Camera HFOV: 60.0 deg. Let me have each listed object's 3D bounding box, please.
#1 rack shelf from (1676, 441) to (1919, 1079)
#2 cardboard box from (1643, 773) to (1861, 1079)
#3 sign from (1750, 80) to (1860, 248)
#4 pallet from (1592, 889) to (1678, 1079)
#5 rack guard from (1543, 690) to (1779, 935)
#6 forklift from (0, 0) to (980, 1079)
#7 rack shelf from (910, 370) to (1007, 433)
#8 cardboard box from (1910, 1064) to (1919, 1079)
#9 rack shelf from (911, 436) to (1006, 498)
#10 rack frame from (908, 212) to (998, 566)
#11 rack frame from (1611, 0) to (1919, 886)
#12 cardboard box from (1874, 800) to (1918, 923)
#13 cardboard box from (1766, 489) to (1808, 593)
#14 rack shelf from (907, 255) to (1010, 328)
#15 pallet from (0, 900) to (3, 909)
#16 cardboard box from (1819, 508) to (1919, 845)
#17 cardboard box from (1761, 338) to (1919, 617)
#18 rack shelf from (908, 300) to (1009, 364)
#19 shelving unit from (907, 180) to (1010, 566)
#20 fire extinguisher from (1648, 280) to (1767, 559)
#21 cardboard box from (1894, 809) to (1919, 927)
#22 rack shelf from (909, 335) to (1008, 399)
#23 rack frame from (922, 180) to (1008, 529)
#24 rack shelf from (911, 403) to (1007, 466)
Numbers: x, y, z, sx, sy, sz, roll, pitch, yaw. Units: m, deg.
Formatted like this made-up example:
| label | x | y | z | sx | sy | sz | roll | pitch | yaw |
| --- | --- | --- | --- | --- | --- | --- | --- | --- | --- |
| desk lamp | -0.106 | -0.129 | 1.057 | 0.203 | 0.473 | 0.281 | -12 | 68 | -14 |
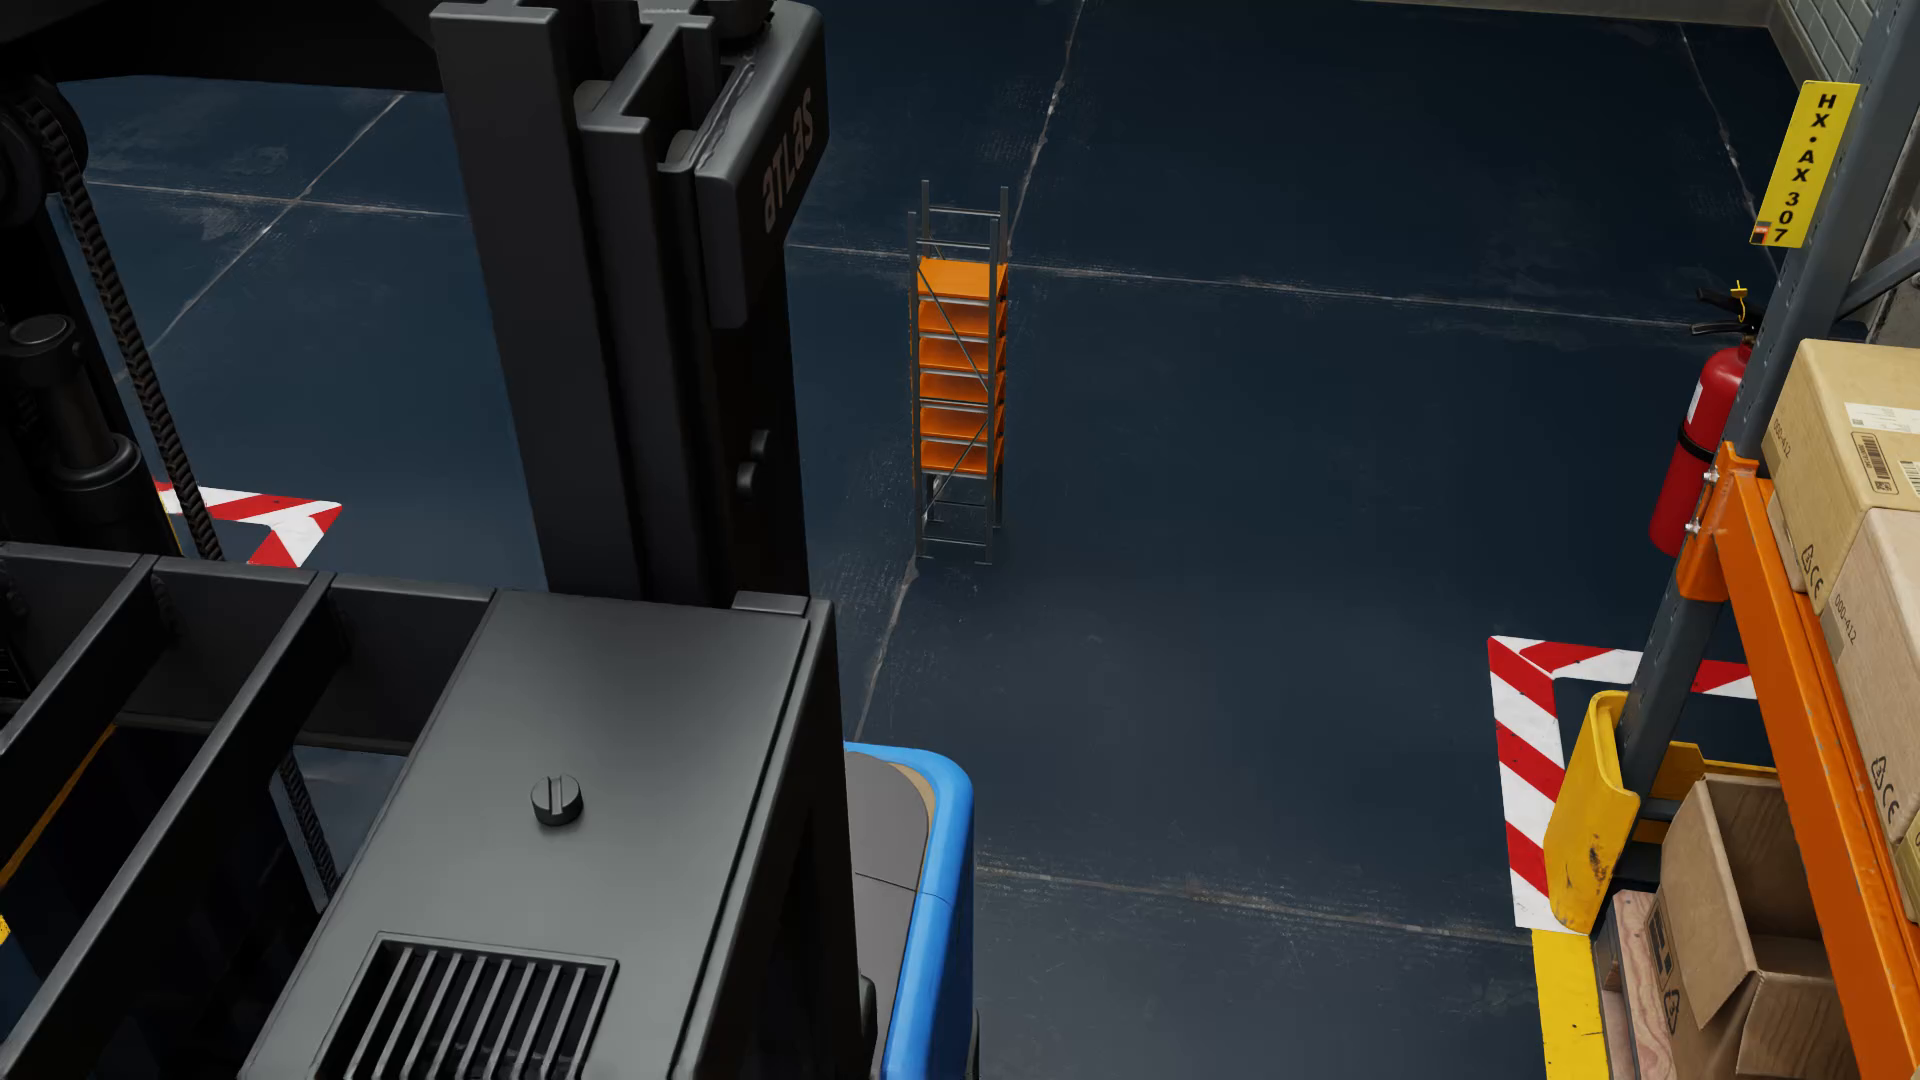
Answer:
| label | x | y | z | sx | sy | sz | roll | pitch | yaw |
| --- | --- | --- | --- | --- | --- | --- | --- | --- | --- |
| rack shelf | 1.734 | 1.243 | 1.957 | 1.077 | 0.370 | 4.000 | 6 | 40 | 8 |
| cardboard box | 1.881 | 0.885 | 3.456 | 0.797 | 0.503 | 0.637 | 5 | 40 | 6 |
| sign | 1.545 | -0.682 | 3.042 | 0.100 | 0.325 | 0.005 | 6 | 40 | 8 |
| pallet | 1.930 | 1.334 | 3.471 | 1.003 | 0.211 | 1.213 | 6 | 40 | 8 |
| rack guard | 2.067 | 0.722 | 3.984 | 1.175 | 0.500 | 0.348 | 6 | 40 | 8 |
| forklift | -0.675 | 0.982 | 1.762 | 1.130 | 2.935 | 3.031 | 5 | 40 | 6 |
| rack shelf | -0.002 | -0.419 | 4.885 | 0.258 | 0.103 | 0.180 | 6 | 40 | 8 |
| cardboard box | 1.481 | 0.787 | 2.141 | 0.380 | 0.149 | 0.250 | 5 | 40 | 6 |
| rack shelf | -0.003 | -0.234 | 5.038 | 0.258 | 0.103 | 0.180 | 6 | 40 | 8 |
| rack frame | -0.018 | -0.396 | 4.787 | 0.240 | 1.200 | 0.006 | 6 | 40 | 8 |
| rack frame | 2.080 | -0.289 | 3.246 | 1.000 | 3.000 | 0.127 | 6 | 40 | 8 |
| cardboard box | 1.639 | 0.469 | 2.526 | 0.380 | 0.149 | 0.250 | 8 | 40 | 9 |
| cardboard box | 1.753 | -0.016 | 3.113 | 0.380 | 0.149 | 0.250 | 6 | 40 | 7 |
| rack shelf | -0.002 | -0.697 | 4.656 | 0.258 | 0.103 | 0.180 | 6 | 40 | 8 |
| pallet | -2.871 | 0.751 | 4.176 | 1.003 | 0.211 | 1.213 | 6 | 40 | 8 |
| cardboard box | 1.649 | 0.226 | 2.507 | 0.500 | 0.250 | 0.500 | 7 | 40 | 8 |
| cardboard box | 1.736 | -0.091 | 2.890 | 0.500 | 0.250 | 0.500 | 7 | 40 | 8 |
| rack shelf | -0.002 | -0.604 | 4.732 | 0.258 | 0.103 | 0.180 | 6 | 40 | 8 |
| shelving unit | -0.002 | -0.453 | 4.857 | 0.258 | 1.200 | 0.189 | 6 | 40 | 8 |
| fire extinguisher | 1.650 | -0.259 | 3.562 | 0.296 | 0.674 | 0.183 | 6 | 40 | 8 |
| cardboard box | 1.564 | 0.544 | 2.122 | 0.500 | 0.250 | 0.500 | 6 | 40 | 7 |
| rack shelf | -0.002 | -0.512 | 4.809 | 0.258 | 0.103 | 0.180 | 6 | 40 | 8 |
| rack frame | 0.013 | -0.511 | 4.926 | 0.240 | 1.200 | 0.006 | 6 | 40 | 8 |
| rack shelf | -0.003 | -0.327 | 4.961 | 0.258 | 0.103 | 0.180 | 6 | 40 | 8 |
